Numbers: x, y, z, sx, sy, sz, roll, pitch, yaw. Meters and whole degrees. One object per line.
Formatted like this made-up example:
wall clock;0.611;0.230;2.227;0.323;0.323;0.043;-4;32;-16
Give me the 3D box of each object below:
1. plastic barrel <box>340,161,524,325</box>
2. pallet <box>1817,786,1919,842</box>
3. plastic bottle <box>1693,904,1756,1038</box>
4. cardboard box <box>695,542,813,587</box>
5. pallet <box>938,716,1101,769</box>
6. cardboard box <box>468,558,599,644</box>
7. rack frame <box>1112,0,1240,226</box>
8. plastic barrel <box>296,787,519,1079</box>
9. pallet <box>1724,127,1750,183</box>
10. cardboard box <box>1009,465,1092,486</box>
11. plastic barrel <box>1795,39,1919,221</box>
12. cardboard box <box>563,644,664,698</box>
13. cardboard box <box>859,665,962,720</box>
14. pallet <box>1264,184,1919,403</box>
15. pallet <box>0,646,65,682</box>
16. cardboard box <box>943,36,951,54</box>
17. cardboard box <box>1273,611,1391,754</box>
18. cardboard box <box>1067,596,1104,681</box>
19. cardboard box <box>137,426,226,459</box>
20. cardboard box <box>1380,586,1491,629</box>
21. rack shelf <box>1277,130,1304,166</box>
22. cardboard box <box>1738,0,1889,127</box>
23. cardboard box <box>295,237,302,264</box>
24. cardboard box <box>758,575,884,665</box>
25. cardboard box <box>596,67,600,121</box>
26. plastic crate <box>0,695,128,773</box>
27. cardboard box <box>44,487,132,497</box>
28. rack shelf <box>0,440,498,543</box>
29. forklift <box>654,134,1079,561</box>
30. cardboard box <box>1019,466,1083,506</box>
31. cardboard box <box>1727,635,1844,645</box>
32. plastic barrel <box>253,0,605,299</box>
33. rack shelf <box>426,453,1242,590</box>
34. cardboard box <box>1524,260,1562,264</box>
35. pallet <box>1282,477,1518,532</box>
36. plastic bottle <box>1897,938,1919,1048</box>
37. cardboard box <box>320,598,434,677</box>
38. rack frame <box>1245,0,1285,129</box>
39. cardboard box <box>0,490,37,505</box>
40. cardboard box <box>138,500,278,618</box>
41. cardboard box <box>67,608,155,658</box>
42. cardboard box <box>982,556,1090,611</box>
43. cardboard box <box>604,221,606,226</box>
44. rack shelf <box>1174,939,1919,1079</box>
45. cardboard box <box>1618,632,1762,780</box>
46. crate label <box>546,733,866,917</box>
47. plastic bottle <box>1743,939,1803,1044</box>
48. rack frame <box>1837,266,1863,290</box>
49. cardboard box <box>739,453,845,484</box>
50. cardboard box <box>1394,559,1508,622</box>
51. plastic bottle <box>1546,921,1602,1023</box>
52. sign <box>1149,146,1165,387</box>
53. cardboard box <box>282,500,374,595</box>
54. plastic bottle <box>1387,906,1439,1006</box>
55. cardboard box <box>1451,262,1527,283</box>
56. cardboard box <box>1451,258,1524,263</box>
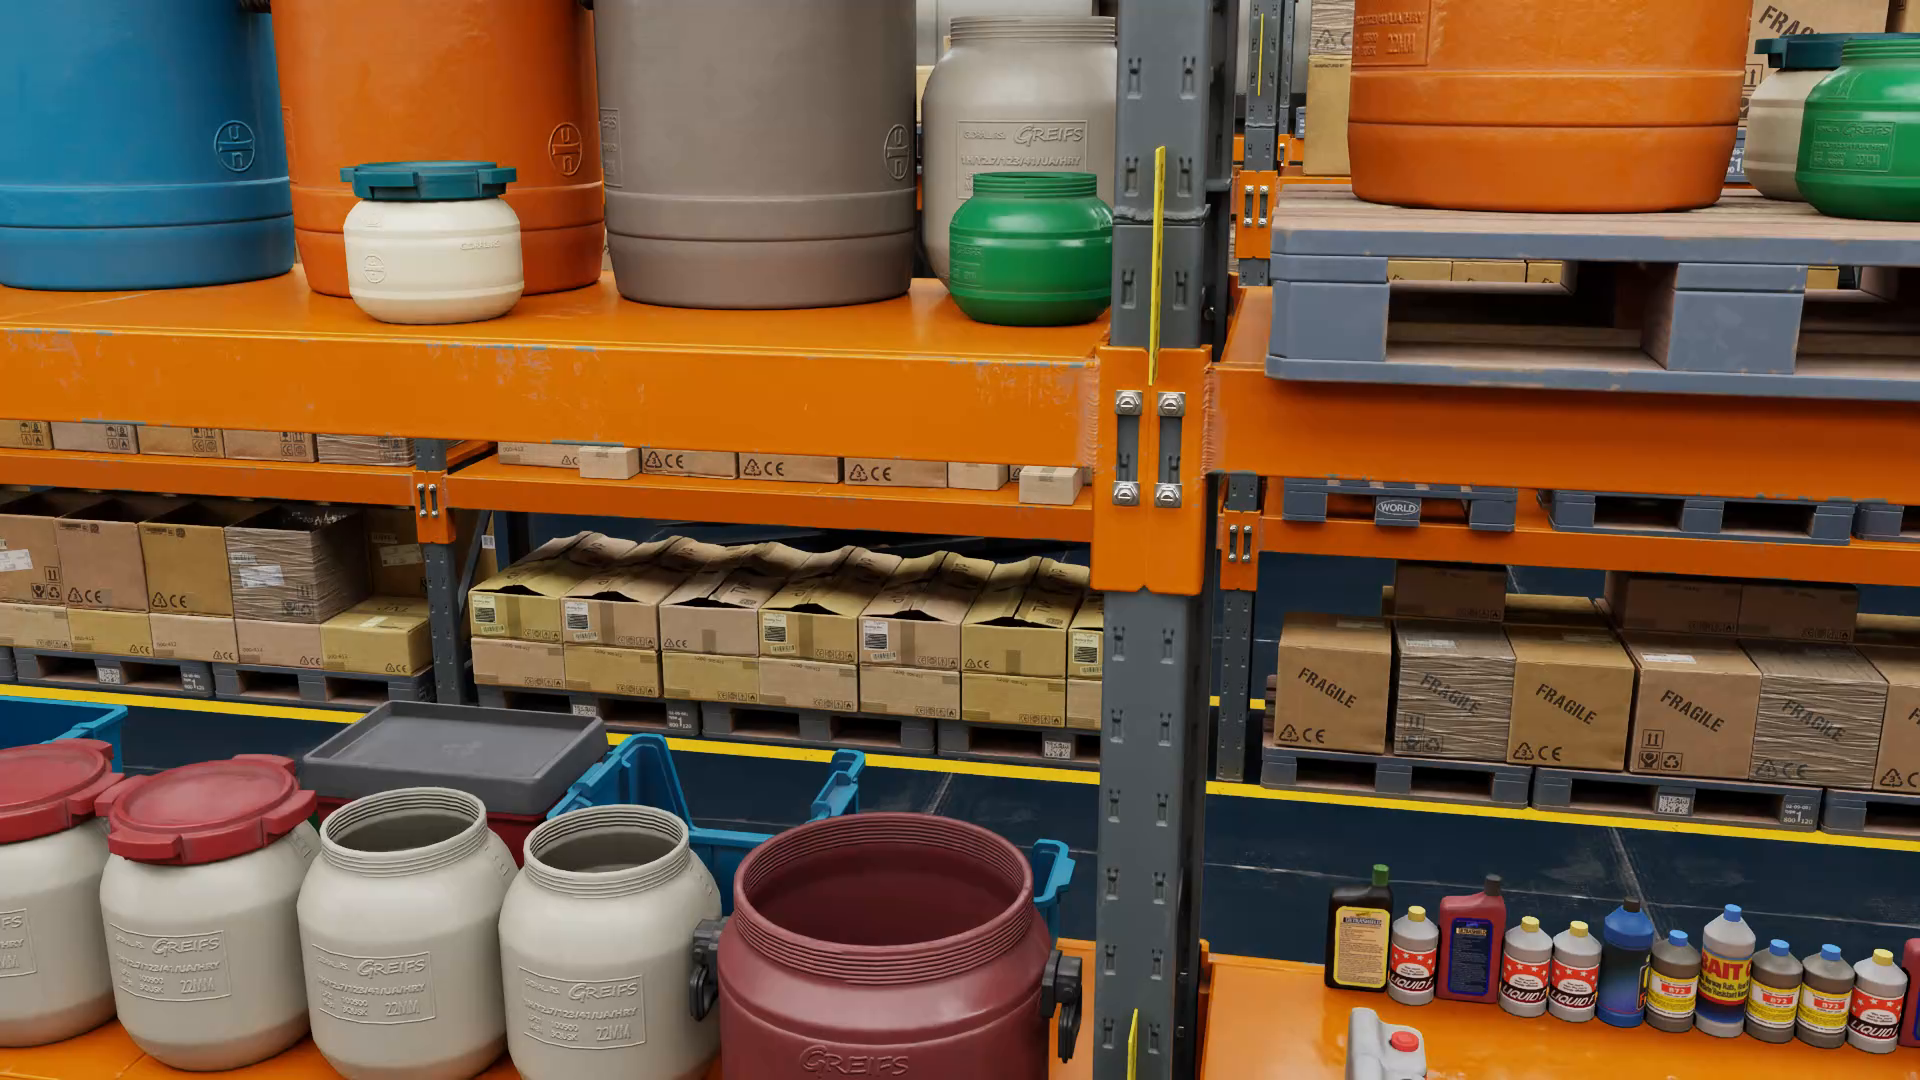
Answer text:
plastic barrel;-0.913;-0.519;2.888;0.301;0.262;0.301;0;15;0
pallet;4.486;1.094;7.648;1.213;0.211;1.003;3;16;11
plastic bottle;1.578;0.882;3.430;0.097;0.271;0.097;0;15;0
cardboard box;-1.095;0.210;8.929;0.500;0.311;0.500;3;16;11
pallet;0.572;0.860;8.491;1.213;0.211;1.003;3;16;11
cardboard box;-2.194;0.297;8.613;0.500;0.311;0.500;3;16;11
rack frame;0.380;-2.025;2.446;0.127;3.000;1.000;3;16;11
plastic barrel;-1.084;0.791;3.308;0.421;0.512;0.421;0;15;0
pallet;3.648;-1.679;7.168;1.003;0.211;1.213;3;16;11
cardboard box;0.533;-0.485;8.290;0.500;0.311;0.500;3;16;10
plastic barrel;1.372;-0.591;2.390;0.294;0.245;0.294;0;15;0
cardboard box;-1.703;0.594;8.592;0.500;0.250;0.500;4;16;12
cardboard box;-0.192;0.675;8.300;0.500;0.250;0.500;3;16;12
pallet;1.110;-0.422;2.632;1.213;0.211;1.003;3;16;11
pallet;-5.711;0.518;9.725;1.213;0.211;1.003;3;16;11
cardboard box;0.163;-3.519;12.483;0.500;0.500;0.500;3;16;9
cardboard box;1.760;0.662;7.841;0.500;0.500;0.500;4;16;13
cardboard box;0.808;0.459;8.028;0.500;0.311;0.500;4;16;13
cardboard box;-3.994;-0.767;8.953;0.500;0.500;0.700;3;16;12
cardboard box;2.334;0.551;8.241;0.500;0.500;0.500;4;16;13
rack shelf;4.314;-2.718;11.914;4.000;0.370;1.077;3;16;11
cardboard box;3.504;-2.077;7.092;0.600;0.600;0.600;2;16;9
cardboard box;-2.985;-1.338;8.585;0.500;0.500;0.700;3;16;11
cardboard box;-0.687;0.379;8.319;0.500;0.311;0.500;4;16;13
cardboard box;-1.947;-2.183;8.128;0.500;0.250;0.500;5;16;17
plastic crate;-2.397;0.638;4.099;0.575;0.384;0.392;3;16;11
cardboard box;-4.901;-0.094;9.671;0.500;0.500;0.500;3;16;11
rack shelf;-4.509;-0.402;9.172;4.000;0.370;1.077;3;16;11
forklift;-0.593;-1.359;11.407;3.031;2.935;1.130;-5;16;-18
cardboard box;0.434;-0.284;7.869;0.250;0.149;0.380;3;16;11
cardboard box;3.852;0.632;7.948;0.500;0.500;0.500;3;16;12
plastic barrel;-1.023;-0.922;3.277;0.708;0.830;0.600;3;16;11
rack shelf;-0.589;-0.189;8.404;4.000;0.370;1.077;3;16;11
cardboard box;4.267;-2.117;11.829;0.500;0.250;0.500;3;16;10
pallet;2.049;-0.319;7.885;1.003;0.211;1.213;3;16;11
plastic bottle;1.981;0.893;3.368;0.133;0.283;0.061;3;16;11
cardboard box;-3.047;0.513;8.886;0.500;0.250;0.500;3;16;11
rack frame;1.371;-3.321;7.123;0.127;3.000;1.000;3;16;11
cardboard box;-5.497;0.019;9.264;0.500;0.500;0.500;3;16;11
cardboard box;-4.025;0.096;8.985;0.500;0.500;0.500;3;16;11
cardboard box;-4.518;0.435;9.168;0.500;0.250;0.500;3;16;11
cardboard box;0.400;0.293;8.631;0.500;0.311;0.500;3;16;10
cardboard box;-2.978;-2.373;13.779;0.500;0.500;0.500;4;16;13
rack shelf;2.340;1.319;2.958;4.000;0.370;1.077;3;16;11
cardboard box;3.277;0.743;7.550;0.500;0.500;0.500;3;16;9
crate label;-0.540;0.725;3.688;0.616;0.435;0.502;3;16;11
plastic bottle;1.674;0.921;3.421;0.097;0.201;0.097;0;15;0
rack frame;6.274;-1.513;11.834;0.127;3.000;1.000;3;16;11
cardboard box;-0.793;-0.591;8.318;0.500;0.500;0.500;3;16;11
cardboard box;2.390;0.192;8.134;0.500;0.250;0.500;4;16;13
plastic bottle;1.292;0.900;3.496;0.097;0.201;0.097;0;15;0
sign;0.277;-0.385;2.339;0.005;0.325;0.100;3;16;11
cardboard box;-3.433;-0.012;9.376;0.500;0.500;0.500;3;16;11
plastic bottle;0.971;0.883;3.559;0.097;0.201;0.097;0;15;0
cardboard box;3.777;-1.777;12.006;0.500;0.500;0.500;3;16;11
cardboard box;3.765;-2.143;11.921;0.500;0.250;0.500;3;16;11
